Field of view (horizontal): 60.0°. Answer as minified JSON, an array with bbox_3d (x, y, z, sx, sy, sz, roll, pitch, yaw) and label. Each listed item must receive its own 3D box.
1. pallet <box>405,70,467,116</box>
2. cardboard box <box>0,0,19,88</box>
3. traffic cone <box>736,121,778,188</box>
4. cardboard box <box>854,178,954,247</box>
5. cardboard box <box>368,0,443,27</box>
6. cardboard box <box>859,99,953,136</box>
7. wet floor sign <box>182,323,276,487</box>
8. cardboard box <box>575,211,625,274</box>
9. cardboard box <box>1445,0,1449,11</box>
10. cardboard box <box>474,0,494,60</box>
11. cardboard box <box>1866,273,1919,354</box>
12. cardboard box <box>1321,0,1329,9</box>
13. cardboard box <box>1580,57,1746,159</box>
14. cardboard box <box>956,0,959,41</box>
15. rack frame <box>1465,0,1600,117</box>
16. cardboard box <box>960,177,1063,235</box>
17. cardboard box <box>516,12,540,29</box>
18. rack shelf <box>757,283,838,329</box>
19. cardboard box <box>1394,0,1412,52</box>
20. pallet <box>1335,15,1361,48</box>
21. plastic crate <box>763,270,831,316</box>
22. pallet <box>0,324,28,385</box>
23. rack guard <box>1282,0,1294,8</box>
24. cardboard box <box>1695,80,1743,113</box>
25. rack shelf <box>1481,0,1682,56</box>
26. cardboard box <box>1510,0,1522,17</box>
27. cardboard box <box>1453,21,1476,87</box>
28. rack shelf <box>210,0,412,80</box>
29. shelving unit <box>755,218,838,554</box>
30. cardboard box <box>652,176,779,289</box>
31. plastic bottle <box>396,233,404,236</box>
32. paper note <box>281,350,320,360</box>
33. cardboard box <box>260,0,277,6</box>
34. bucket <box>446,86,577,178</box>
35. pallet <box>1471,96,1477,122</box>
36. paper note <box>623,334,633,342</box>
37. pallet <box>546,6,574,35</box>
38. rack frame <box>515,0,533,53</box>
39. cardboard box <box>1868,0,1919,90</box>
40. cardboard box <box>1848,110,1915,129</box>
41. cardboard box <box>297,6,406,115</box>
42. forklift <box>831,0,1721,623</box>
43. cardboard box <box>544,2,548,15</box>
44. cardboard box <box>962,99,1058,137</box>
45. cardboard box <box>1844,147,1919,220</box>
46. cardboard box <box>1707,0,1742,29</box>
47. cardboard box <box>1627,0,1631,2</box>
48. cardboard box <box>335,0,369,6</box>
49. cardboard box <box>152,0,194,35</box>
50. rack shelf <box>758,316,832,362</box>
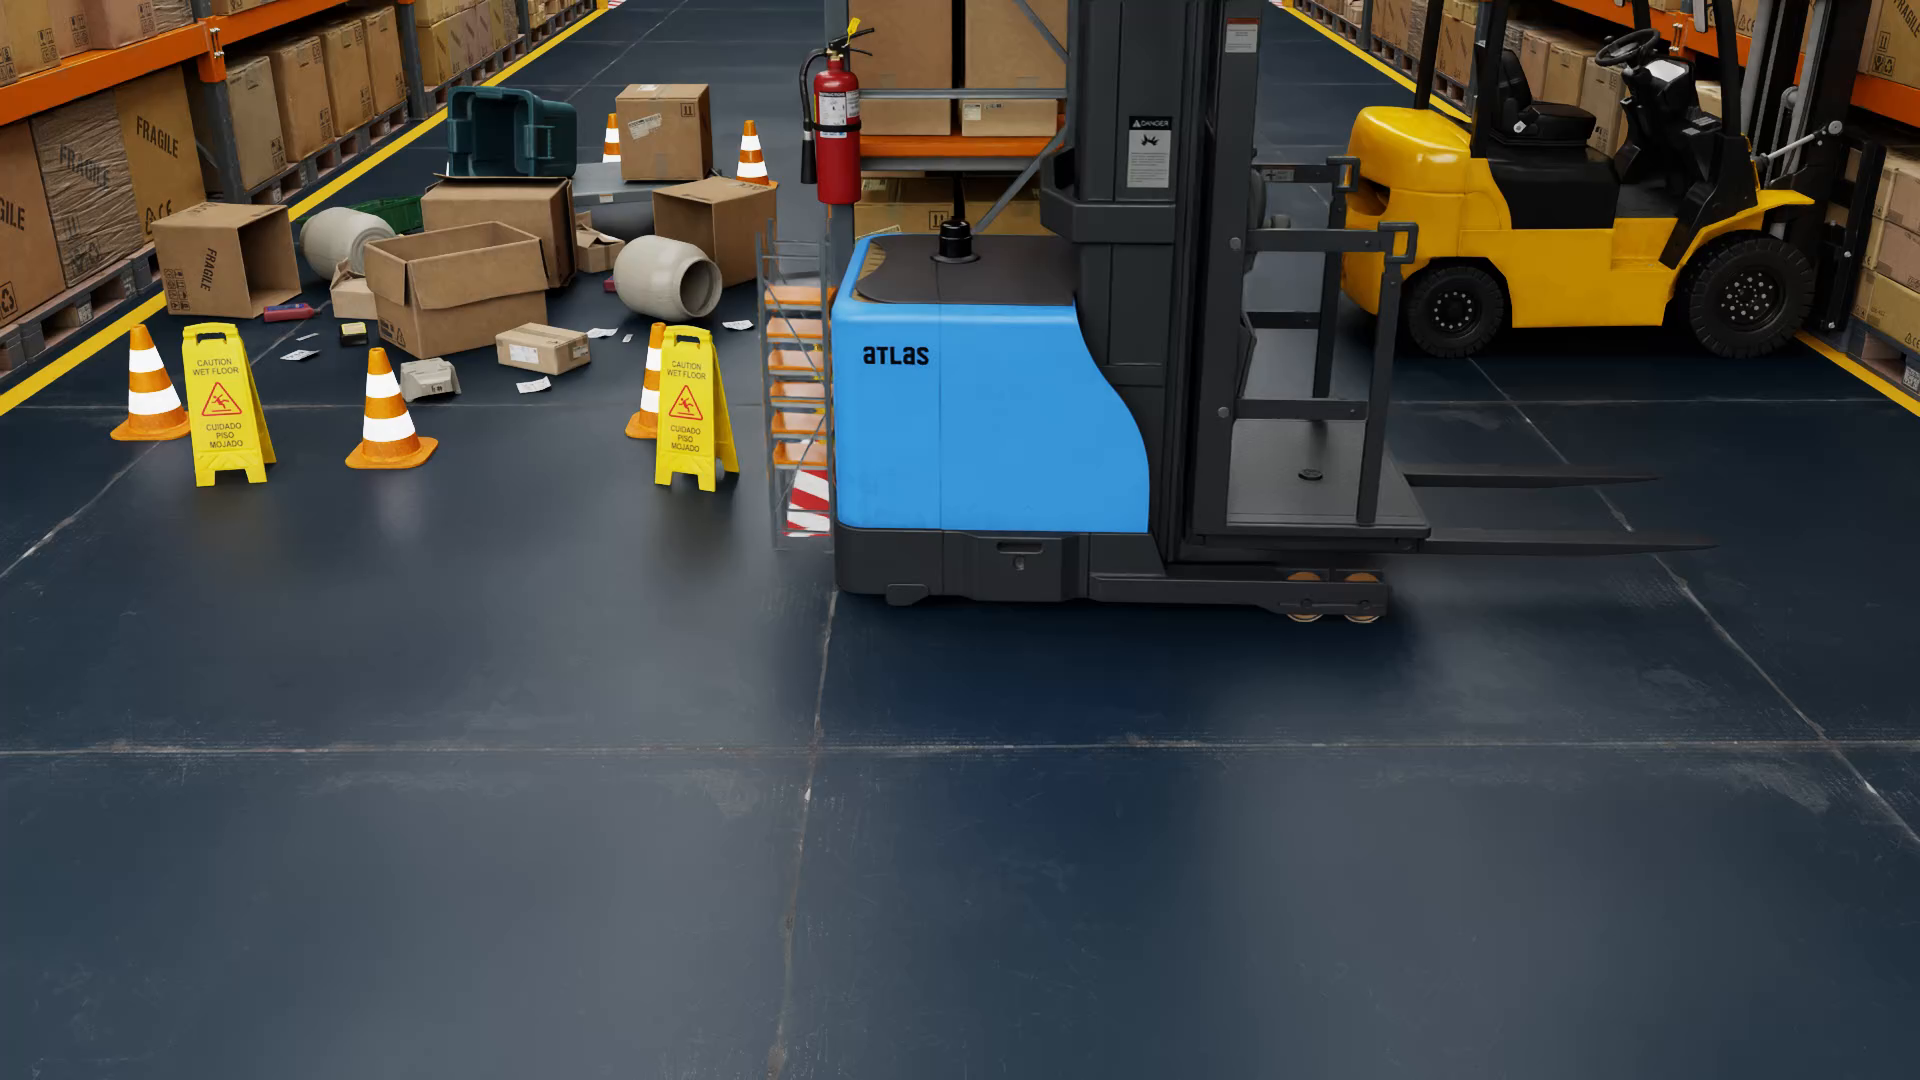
[{"bbox_3d":[-5.049,-3.989,14.813,1.003,0.211,1.213,0,24,-1],"label":"pallet"},{"bbox_3d":[-4.912,-2.320,7.557,0.875,0.550,0.550,0,24,-1],"label":"cardboard box"},{"bbox_3d":[-1.463,-2.702,11.662,0.336,0.463,0.334,0,24,-1],"label":"traffic cone"},{"bbox_3d":[-0.275,-1.314,7.432,0.500,0.500,0.500,0,24,0],"label":"cardboard box"},{"bbox_3d":[-4.807,-4.617,14.431,0.500,0.250,0.500,-1,24,-3],"label":"cardboard box"},{"bbox_3d":[-0.224,-1.743,6.769,0.380,0.149,0.250,1,24,1],"label":"cardboard box"},{"bbox_3d":[-2.974,-0.565,6.716,0.267,0.644,0.232,-4,25,-10],"label":"wet floor sign"},{"bbox_3d":[-2.187,-1.762,9.823,0.258,0.266,0.396,-19,31,-36],"label":"cardboard box"},{"bbox_3d":[4.661,-4.905,15.193,0.380,0.149,0.250,0,24,1],"label":"cardboard box"},{"bbox_3d":[-4.819,-4.911,15.993,0.500,0.500,0.500,-1,24,-2],"label":"cardboard box"},{"bbox_3d":[4.641,-1.064,7.790,0.500,0.250,0.500,0,24,-1],"label":"cardboard box"},{"bbox_3d":[4.571,-6.551,19.618,0.500,0.500,0.500,0,24,0],"label":"cardboard box"},{"bbox_3d":[4.896,-3.021,11.661,0.875,0.625,0.625,0,24,-1],"label":"cardboard box"},{"bbox_3d":[0.237,-2.715,8.131,0.500,0.500,0.500,-1,24,-2],"label":"cardboard box"},{"bbox_3d":[4.870,-5.025,13.720,1.000,3.000,0.127,0,24,-1],"label":"rack frame"},{"bbox_3d":[0.261,-1.328,7.464,0.500,0.500,0.500,-1,24,-2],"label":"cardboard box"},{"bbox_3d":[-4.768,-5.629,18.007,0.380,0.149,0.250,-1,24,-3],"label":"cardboard box"},{"bbox_3d":[-0.567,-0.823,5.846,0.258,0.103,0.180,3,25,6],"label":"rack shelf"},{"bbox_3d":[4.624,-5.100,16.411,0.500,0.500,0.500,-1,24,-2],"label":"cardboard box"},{"bbox_3d":[4.820,-5.686,18.565,1.003,0.211,1.213,0,24,-1],"label":"pallet"},{"bbox_3d":[-0.852,-1.372,9.186,0.402,0.080,0.583,-9,26,-19],"label":"plastic crate"},{"bbox_3d":[-5.041,-0.699,7.540,1.003,0.211,1.213,0,24,-1],"label":"pallet"},{"bbox_3d":[4.784,-7.151,21.455,1.175,0.500,0.348,0,24,-1],"label":"rack guard"},{"bbox_3d":[4.605,-2.570,9.906,0.500,0.250,0.500,-1,24,-1],"label":"cardboard box"},{"bbox_3d":[4.892,-3.873,12.047,1.077,0.370,4.000,0,24,-1],"label":"rack shelf"},{"bbox_3d":[5.117,-4.801,14.962,0.380,0.149,0.250,0,24,0],"label":"cardboard box"},{"bbox_3d":[4.651,-4.251,14.532,0.500,0.500,0.500,0,24,1],"label":"cardboard box"},{"bbox_3d":[-5.020,-3.785,11.853,1.077,0.370,4.000,0,24,-1],"label":"rack shelf"},{"bbox_3d":[-0.567,-0.537,5.979,0.258,1.200,0.189,3,25,6],"label":"shelving unit"},{"bbox_3d":[-1.398,-1.767,9.548,0.500,0.500,0.500,19,30,35],"label":"cardboard box"},{"bbox_3d":[-3.486,-1.843,10.251,0.133,0.061,0.283,-14,28,-28],"label":"plastic bottle"},{"bbox_3d":[-3.273,-0.924,8.257,0.144,0.017,0.142,8,26,18],"label":"paper note"},{"bbox_3d":[-4.741,-3.760,10.803,0.500,0.500,0.500,0,24,0],"label":"cardboard box"},{"bbox_3d":[-2.691,-2.444,10.142,0.726,0.611,0.620,8,16,18],"label":"bucket"},{"bbox_3d":[4.840,-3.415,13.545,1.003,0.211,1.213,0,24,-1],"label":"pallet"},{"bbox_3d":[-1.704,-1.035,8.527,0.032,0.001,0.123,0,24,-1],"label":"paper note"},{"bbox_3d":[-5.144,-6.096,19.471,1.003,0.211,1.213,0,24,-1],"label":"pallet"},{"bbox_3d":[-5.085,-6.585,17.171,1.000,3.000,0.127,0,24,-1],"label":"rack frame"},{"bbox_3d":[4.687,-2.401,7.797,0.500,0.500,0.500,-1,24,-2],"label":"cardboard box"},{"bbox_3d":[5.125,-2.152,8.981,0.500,0.250,0.500,0,24,0],"label":"cardboard box"},{"bbox_3d":[-5.125,-3.852,13.348,1.050,0.750,0.750,-1,24,-1],"label":"cardboard box"},{"bbox_3d":[1.099,-1.278,5.520,3.031,2.935,1.130,1,24,2],"label":"forklift"},{"bbox_3d":[-4.916,-6.056,18.951,0.380,0.149,0.250,-1,24,-3],"label":"cardboard box"},{"bbox_3d":[0.198,-1.731,6.742,0.380,0.149,0.250,0,24,0],"label":"cardboard box"},{"bbox_3d":[4.614,-1.729,8.047,0.500,0.250,0.500,0,24,0],"label":"cardboard box"},{"bbox_3d":[4.658,-3.238,9.649,0.500,0.500,0.500,-1,24,-2],"label":"cardboard box"},{"bbox_3d":[4.636,-3.722,11.022,0.500,0.250,0.500,0,24,-1],"label":"cardboard box"},{"bbox_3d":[-5.311,-4.612,14.421,0.500,0.250,0.500,-1,24,-2],"label":"cardboard box"},{"bbox_3d":[-4.982,-3.205,9.515,0.875,0.550,0.550,0,24,-1],"label":"cardboard box"},{"bbox_3d":[-0.567,-0.715,5.897,0.258,0.103,0.180,3,25,6],"label":"rack shelf"}]
